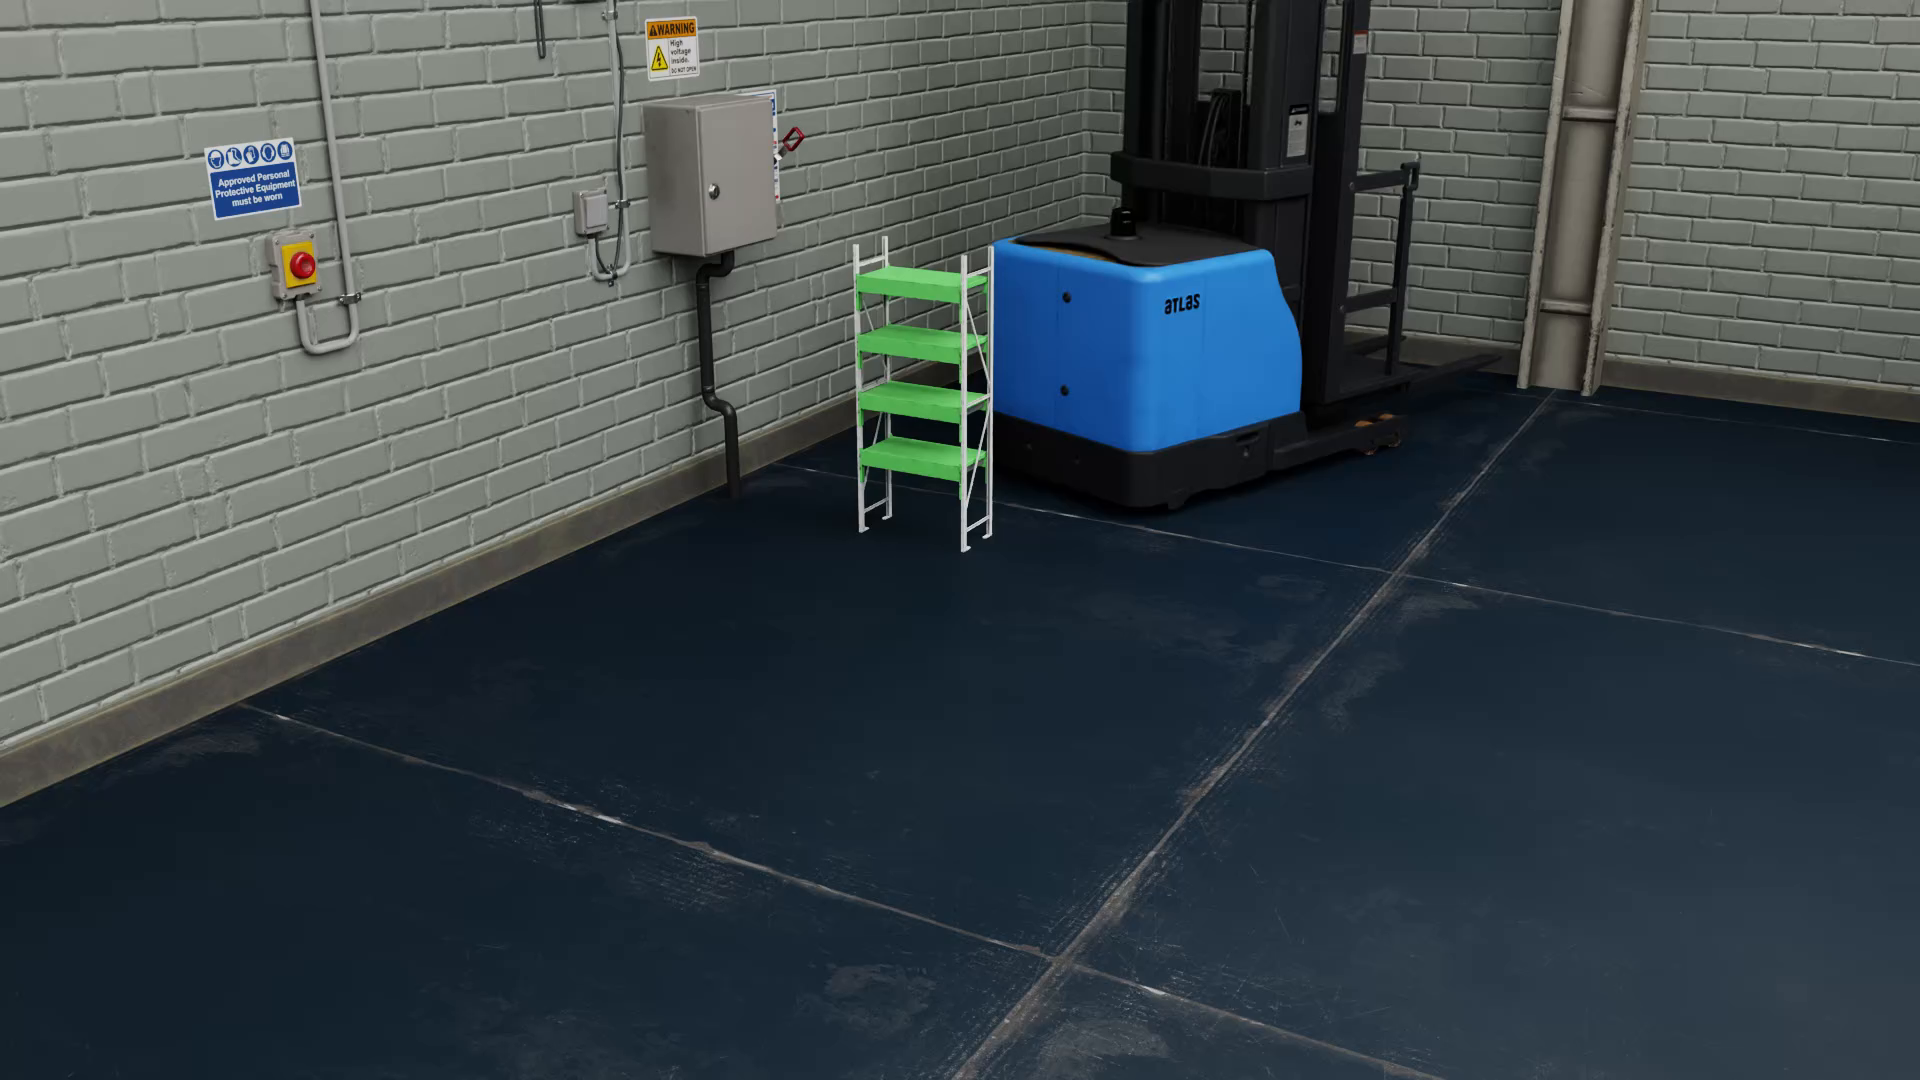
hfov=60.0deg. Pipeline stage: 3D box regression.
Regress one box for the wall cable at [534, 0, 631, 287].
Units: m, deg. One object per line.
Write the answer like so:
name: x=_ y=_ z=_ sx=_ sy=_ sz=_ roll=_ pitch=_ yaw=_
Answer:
wall cable: x=-1.436 y=-1.904 z=6.225 sx=0.122 sy=1.984 sz=0.588 roll=11 pitch=23 yaw=27

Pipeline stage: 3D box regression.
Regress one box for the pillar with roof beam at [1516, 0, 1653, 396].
pillar with roof beam: x=1.221 y=-3.805 z=4.159 sx=0.400 sy=9.000 sz=9.100 roll=11 pitch=23 yaw=27

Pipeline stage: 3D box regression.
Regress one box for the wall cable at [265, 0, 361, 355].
wall cable: x=-2.117 y=-1.495 z=5.051 sx=0.123 sy=1.953 sz=0.585 roll=11 pitch=23 yaw=27

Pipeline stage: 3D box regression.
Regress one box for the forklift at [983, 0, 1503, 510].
forklift: x=1.554 y=-1.904 z=7.817 sx=3.031 sy=2.935 sz=1.130 roll=-16 pitch=26 yaw=-38

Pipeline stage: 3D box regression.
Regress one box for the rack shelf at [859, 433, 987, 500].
rack shelf: x=-0.145 y=-0.306 z=6.840 sx=0.480 sy=0.148 sz=0.258 roll=11 pitch=23 yaw=27

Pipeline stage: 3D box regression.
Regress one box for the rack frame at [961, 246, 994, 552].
rack frame: x=0.068 y=-0.551 z=6.625 sx=0.015 sy=1.200 sz=0.240 roll=11 pitch=23 yaw=27

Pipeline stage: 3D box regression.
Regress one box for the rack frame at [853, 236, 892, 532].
rack frame: x=-0.358 y=-0.632 z=6.848 sx=0.015 sy=1.200 sz=0.240 roll=11 pitch=23 yaw=27

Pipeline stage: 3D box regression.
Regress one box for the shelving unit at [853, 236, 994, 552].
shelving unit: x=-0.145 y=-0.592 z=6.736 sx=0.503 sy=1.200 sz=0.258 roll=11 pitch=23 yaw=27

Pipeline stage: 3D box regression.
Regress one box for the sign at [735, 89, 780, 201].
sign: x=-0.905 y=-1.740 z=7.403 sx=0.001 sy=0.494 sz=0.329 roll=11 pitch=23 yaw=27

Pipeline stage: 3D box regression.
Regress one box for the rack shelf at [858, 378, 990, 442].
rack shelf: x=-0.145 y=-0.531 z=6.758 sx=0.480 sy=0.148 sz=0.258 roll=11 pitch=23 yaw=27

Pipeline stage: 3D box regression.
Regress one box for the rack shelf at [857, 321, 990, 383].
rack shelf: x=-0.145 y=-0.757 z=6.676 sx=0.480 sy=0.148 sz=0.258 roll=11 pitch=23 yaw=27

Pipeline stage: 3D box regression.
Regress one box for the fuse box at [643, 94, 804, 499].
fuse box: x=-0.965 y=-0.998 z=7.106 sx=0.414 sy=1.711 sz=0.539 roll=11 pitch=23 yaw=27

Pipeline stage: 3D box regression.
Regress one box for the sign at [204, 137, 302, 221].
sign: x=-2.194 y=-1.125 z=5.172 sx=0.001 sy=0.218 sz=0.327 roll=11 pitch=23 yaw=27

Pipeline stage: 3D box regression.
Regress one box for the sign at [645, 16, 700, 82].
sign: x=-1.173 y=-2.010 z=6.795 sx=0.001 sy=0.242 sz=0.339 roll=11 pitch=23 yaw=27

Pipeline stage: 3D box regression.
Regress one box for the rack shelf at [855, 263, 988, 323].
rack shelf: x=-0.145 y=-0.983 z=6.594 sx=0.480 sy=0.148 sz=0.258 roll=11 pitch=23 yaw=27
